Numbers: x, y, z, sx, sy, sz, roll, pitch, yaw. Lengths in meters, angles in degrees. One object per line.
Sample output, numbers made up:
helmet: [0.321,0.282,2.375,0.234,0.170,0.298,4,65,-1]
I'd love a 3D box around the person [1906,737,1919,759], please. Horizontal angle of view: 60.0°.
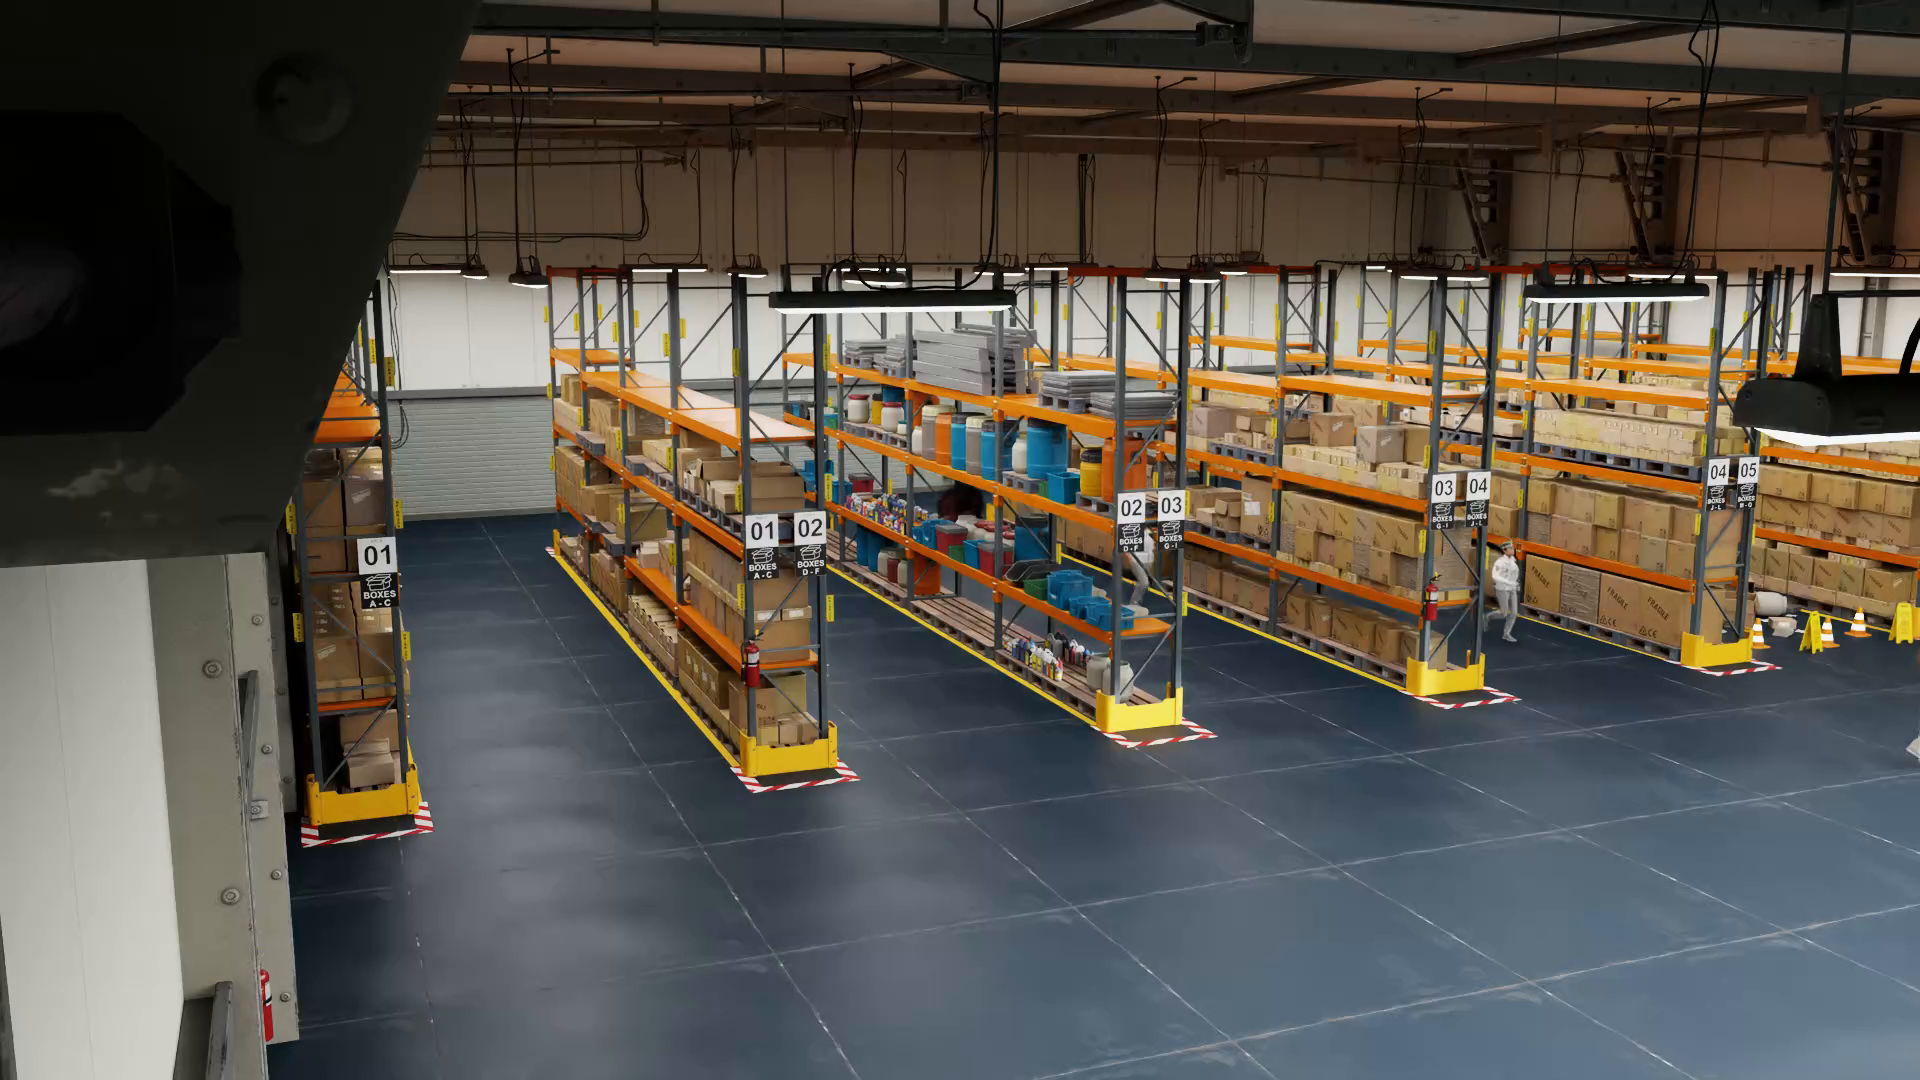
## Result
person: [12.245,1.955,20.506,0.968,1.743,0.667,3,10,15]

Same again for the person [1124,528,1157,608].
person: [3.068,0.416,27.930,0.585,1.700,0.618,-8,12,-37]

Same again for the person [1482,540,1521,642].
person: [8.906,0.807,27.219,0.619,1.663,0.666,-7,12,-36]
